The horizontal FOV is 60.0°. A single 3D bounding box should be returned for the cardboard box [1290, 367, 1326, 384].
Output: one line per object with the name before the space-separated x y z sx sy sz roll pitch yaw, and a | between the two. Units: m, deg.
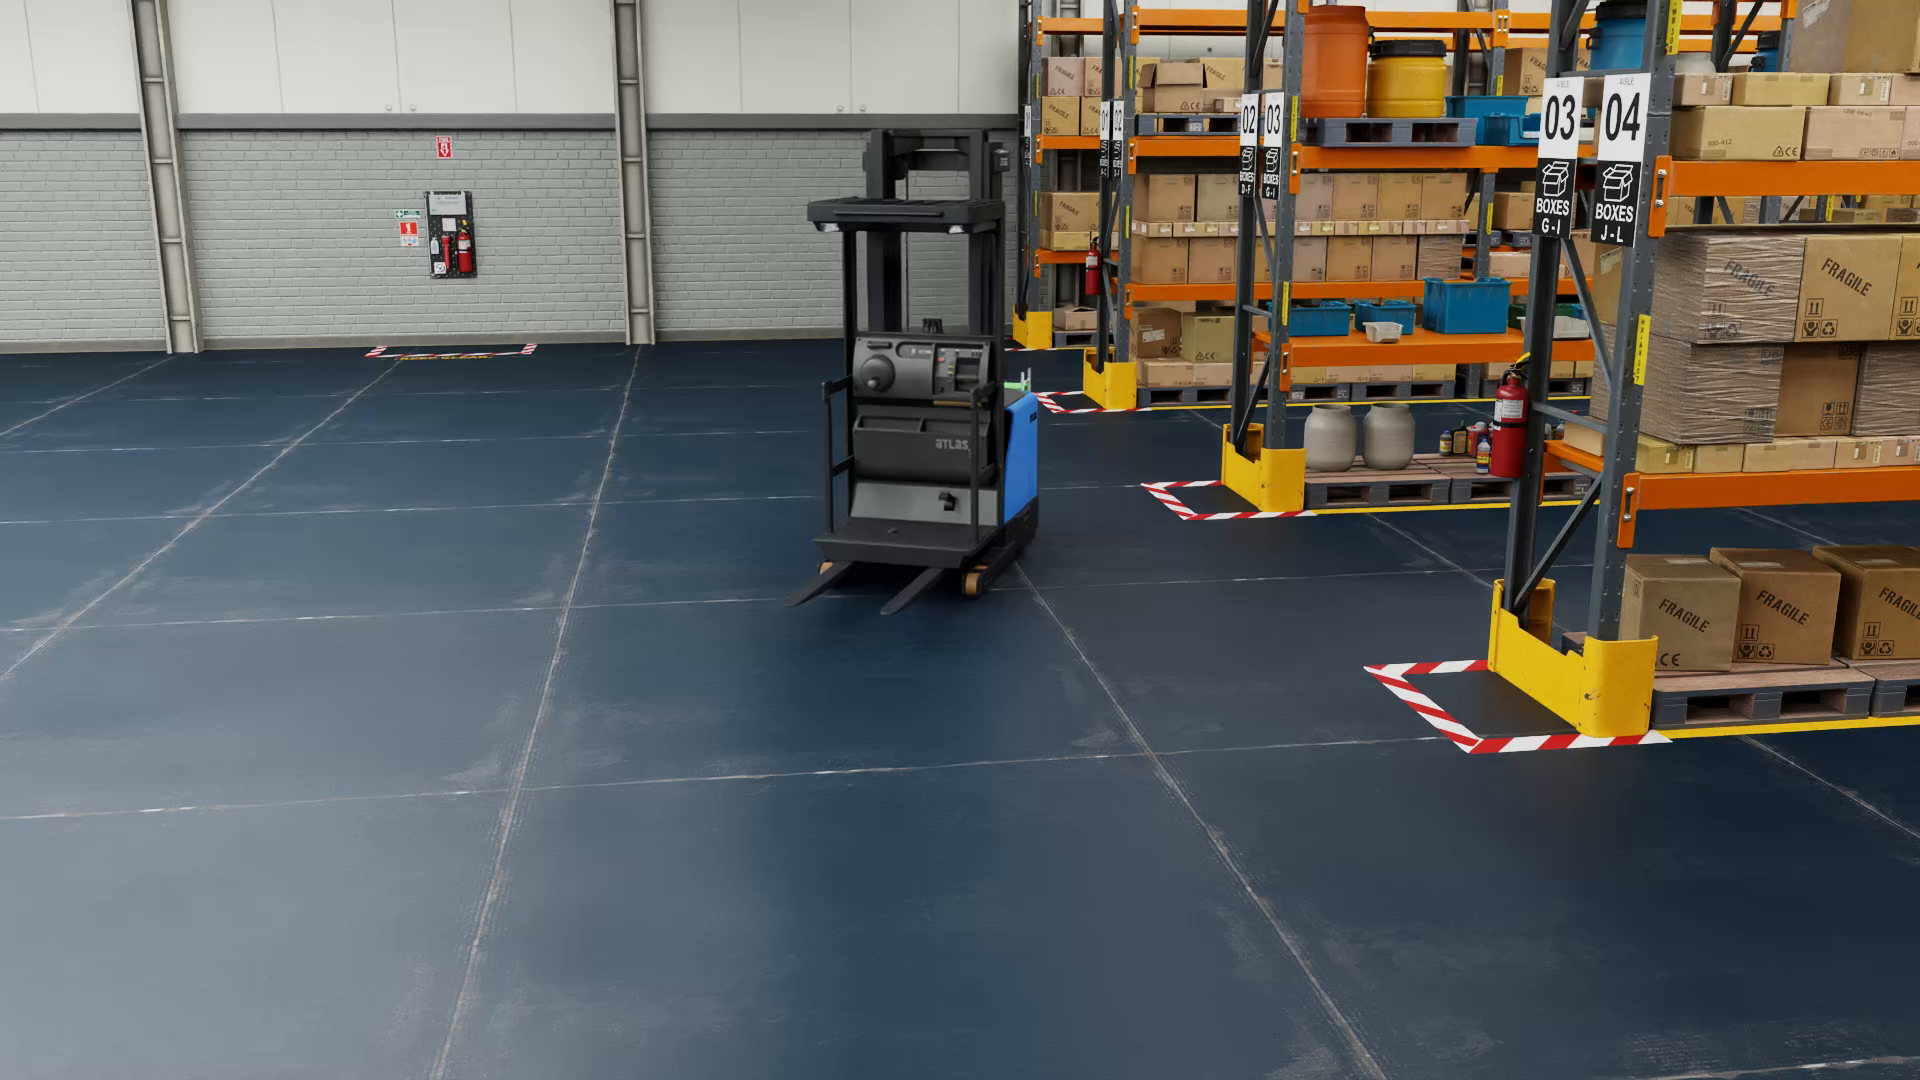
cardboard box | 3.715 -1.883 18.354 0.500 0.250 0.500 -2 14 -8

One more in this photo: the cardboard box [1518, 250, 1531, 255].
cardboard box | 6.466 -3.149 18.889 0.258 0.266 0.396 -2 14 -10

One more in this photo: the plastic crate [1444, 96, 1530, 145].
plastic crate | 4.243 -3.391 13.441 0.575 0.384 0.392 -2 14 -8

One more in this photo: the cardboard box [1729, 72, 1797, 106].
cardboard box | 3.718 -2.126 7.857 0.250 0.149 0.380 -2 14 -7

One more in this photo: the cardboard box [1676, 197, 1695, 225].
cardboard box | 10.366 -4.668 23.810 0.500 0.500 0.500 -2 14 -9

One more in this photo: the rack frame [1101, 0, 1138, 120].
rack frame | 1.668 -5.903 17.262 0.127 3.000 1.000 -2 14 -8

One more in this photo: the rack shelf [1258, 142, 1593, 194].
rack shelf | 4.380 -2.980 13.252 4.000 0.370 1.077 -2 14 -8

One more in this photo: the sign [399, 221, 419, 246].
sign | -7.455 -4.143 22.500 0.234 0.329 0.001 -2 14 -8

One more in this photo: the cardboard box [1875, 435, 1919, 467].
cardboard box | 4.693 -0.488 8.520 0.250 0.149 0.380 -2 14 -8

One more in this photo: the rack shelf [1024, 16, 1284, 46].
rack shelf | 2.904 -6.817 22.389 4.000 0.370 1.077 -2 14 -8

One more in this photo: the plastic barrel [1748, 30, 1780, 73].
plastic barrel | 6.828 -3.715 13.674 0.708 0.901 0.600 -2 14 -8

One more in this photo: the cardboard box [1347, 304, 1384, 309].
cardboard box | 4.625 -2.411 18.915 0.500 0.500 0.500 -2 14 -8

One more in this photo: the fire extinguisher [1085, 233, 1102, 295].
fire extinguisher | 1.482 -3.063 18.429 0.183 0.674 0.296 -2 14 -8

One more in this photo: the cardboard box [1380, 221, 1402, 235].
cardboard box | 4.624 -3.412 18.121 0.250 0.149 0.380 -2 14 -8

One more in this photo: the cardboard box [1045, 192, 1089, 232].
cardboard box | 1.443 -4.431 22.448 0.500 0.500 0.500 -2 14 -8

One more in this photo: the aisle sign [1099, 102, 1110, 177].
aisle sign | 1.560 -4.323 17.948 0.004 0.787 0.394 -2 14 -8

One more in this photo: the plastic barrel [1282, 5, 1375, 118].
plastic barrel | 2.864 -3.717 12.964 0.708 0.830 0.600 -2 14 -8

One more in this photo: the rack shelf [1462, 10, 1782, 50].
rack shelf | 7.601 -5.578 18.265 4.000 0.370 1.077 -2 14 -8

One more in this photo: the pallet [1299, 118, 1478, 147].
pallet | 3.235 -3.172 12.924 1.213 0.211 1.003 -2 14 -8

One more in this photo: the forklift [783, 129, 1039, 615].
forklift | -0.310 -1.153 10.794 1.130 2.935 3.031 4 15 15

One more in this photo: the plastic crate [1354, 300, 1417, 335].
plastic crate | 3.496 -1.842 13.706 0.408 0.251 0.499 -2 14 -8

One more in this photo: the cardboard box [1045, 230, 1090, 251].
cardboard box | 1.456 -4.063 22.524 0.500 0.250 0.500 -3 14 -10

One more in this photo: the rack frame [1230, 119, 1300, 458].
rack frame | 2.403 -1.802 13.240 0.127 3.000 1.000 -2 14 -8

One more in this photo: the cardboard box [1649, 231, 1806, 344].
cardboard box | 3.725 -1.243 8.138 0.500 0.500 0.500 -2 14 -8

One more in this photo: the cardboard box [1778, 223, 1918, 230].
cardboard box | 4.636 -1.405 8.784 0.500 0.500 0.500 -2 14 -8

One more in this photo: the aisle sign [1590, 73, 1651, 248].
aisle sign | 3.124 -1.797 7.877 0.004 0.787 0.394 -2 14 -8

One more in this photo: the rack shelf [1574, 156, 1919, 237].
rack shelf | 5.118 -1.789 8.501 4.000 0.370 1.077 -2 14 -8

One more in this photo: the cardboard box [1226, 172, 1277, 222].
cardboard box | 3.202 -3.726 18.039 0.500 0.500 0.700 -2 14 -8

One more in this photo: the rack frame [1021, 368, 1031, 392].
rack frame | 0.490 -0.679 12.462 0.015 1.200 0.240 4 15 15

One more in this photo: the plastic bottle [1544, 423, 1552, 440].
plastic bottle | 4.938 -0.853 14.150 0.135 0.276 0.152 -2 14 -8

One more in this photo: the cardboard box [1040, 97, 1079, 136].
cardboard box | 1.295 -5.650 22.171 0.500 0.500 0.500 -2 14 -7

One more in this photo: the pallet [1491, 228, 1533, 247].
pallet | 8.149 -4.330 23.716 1.003 0.211 1.213 -2 14 -8

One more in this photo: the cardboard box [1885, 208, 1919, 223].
cardboard box | 11.118 -3.573 19.232 0.500 0.500 0.700 1 14 2

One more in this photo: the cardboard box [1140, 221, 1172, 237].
cardboard box | 2.088 -3.319 17.751 0.250 0.149 0.380 -2 14 -9

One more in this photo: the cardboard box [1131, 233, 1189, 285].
cardboard box | 2.132 -3.056 18.035 0.500 0.500 0.700 -2 14 -8

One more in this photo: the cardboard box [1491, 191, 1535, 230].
cardboard box | 7.825 -4.690 23.648 0.500 0.500 0.700 -3 14 -14

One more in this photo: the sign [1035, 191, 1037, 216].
sign | 1.008 -4.474 22.117 0.005 0.325 0.100 -2 14 -8

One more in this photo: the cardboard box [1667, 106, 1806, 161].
cardboard box | 3.655 -1.948 7.965 0.500 0.250 0.500 -2 14 -7

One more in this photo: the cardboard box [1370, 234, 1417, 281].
cardboard box | 4.665 -3.149 18.405 0.500 0.500 0.700 -2 14 -9

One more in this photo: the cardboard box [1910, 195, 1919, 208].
cardboard box | 14.054 -4.806 24.603 0.700 0.700 0.980 -2 14 -10

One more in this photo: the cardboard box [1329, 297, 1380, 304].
cardboard box | 5.607 -3.361 23.693 0.500 0.500 0.700 -2 14 -6

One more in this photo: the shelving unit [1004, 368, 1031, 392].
shelving unit | 0.255 -0.695 12.526 0.503 1.200 0.258 4 15 15

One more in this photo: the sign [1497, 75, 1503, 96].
sign | 5.708 -4.749 17.600 0.005 0.325 0.100 -2 14 -8

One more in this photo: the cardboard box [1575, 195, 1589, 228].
cardboard box | 9.265 -4.758 24.169 0.500 0.500 0.500 -2 14 -8

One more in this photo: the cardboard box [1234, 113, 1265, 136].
cardboard box | 3.917 -5.750 22.570 0.500 0.500 0.500 -3 14 -13

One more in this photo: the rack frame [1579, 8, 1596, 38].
rack frame | 8.837 -7.385 23.169 0.127 3.000 1.000 -2 14 -8

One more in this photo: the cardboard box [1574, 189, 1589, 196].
cardboard box | 9.247 -5.120 24.071 0.500 0.250 0.500 -2 14 -7

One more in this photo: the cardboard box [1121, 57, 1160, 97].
cardboard box | 2.352 -6.166 22.173 0.500 0.500 0.500 -2 14 -7

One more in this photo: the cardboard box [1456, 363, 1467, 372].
cardboard box | 5.990 -2.093 19.191 0.500 0.250 0.500 -2 14 -9

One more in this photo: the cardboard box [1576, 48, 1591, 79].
cardboard box | 6.799 -5.127 18.236 0.500 0.500 0.500 -1 14 -3

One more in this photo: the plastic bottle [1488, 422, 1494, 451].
plastic bottle | 4.544 -0.874 14.234 0.135 0.276 0.152 -2 14 -10

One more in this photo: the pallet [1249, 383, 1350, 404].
pallet | 3.622 -1.722 18.654 1.213 0.211 1.003 -2 14 -8

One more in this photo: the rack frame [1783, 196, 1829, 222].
rack frame | 9.579 -3.283 19.148 0.127 3.000 1.000 -2 14 -8

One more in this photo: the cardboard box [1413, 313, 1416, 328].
cardboard box | 4.701 -2.287 18.424 0.500 0.500 0.500 -2 14 -8

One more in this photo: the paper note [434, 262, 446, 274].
paper note | -7.078 -3.703 22.633 0.142 0.148 0.016 -2 14 -8

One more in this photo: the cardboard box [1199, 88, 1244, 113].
cardboard box | 2.768 -4.752 17.996 0.500 0.250 0.500 -2 14 -8

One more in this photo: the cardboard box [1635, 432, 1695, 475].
cardboard box | 3.458 -0.442 8.333 0.250 0.149 0.380 -2 14 -8

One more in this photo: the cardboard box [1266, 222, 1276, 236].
cardboard box | 3.362 -3.366 17.939 0.250 0.149 0.380 -2 14 -9
